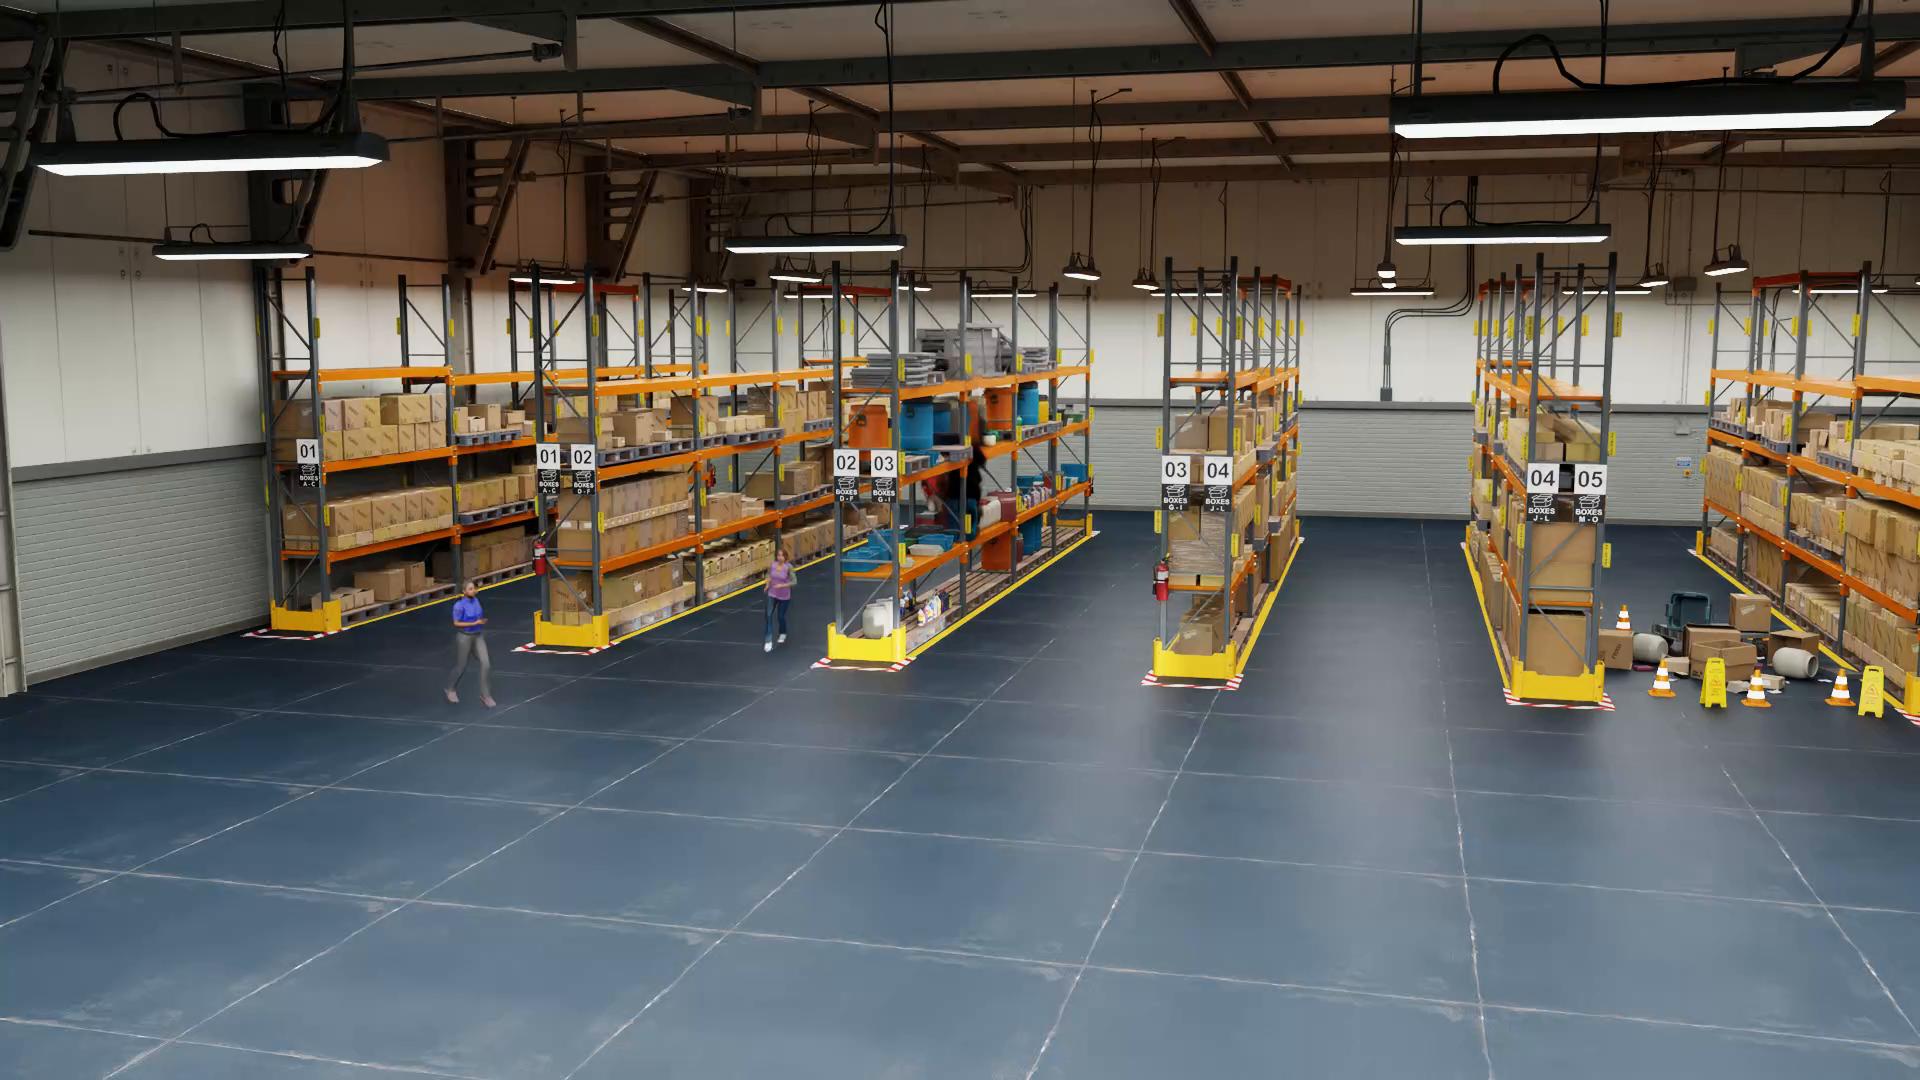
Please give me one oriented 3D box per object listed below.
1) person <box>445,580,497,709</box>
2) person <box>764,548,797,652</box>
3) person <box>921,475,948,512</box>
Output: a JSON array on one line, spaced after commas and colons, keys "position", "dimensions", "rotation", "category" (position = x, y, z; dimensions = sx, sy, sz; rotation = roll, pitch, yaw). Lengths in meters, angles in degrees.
[{"position": [-6.546, 1.378, 22.112], "dimensions": [0.805, 1.708, 0.603], "rotation": [4, 8, 31], "category": "person"}, {"position": [-2.812, 0.930, 26.155], "dimensions": [0.551, 1.640, 0.731], "rotation": [1, 7, 10], "category": "person"}, {"position": [-0.627, -0.949, 40.405], "dimensions": [0.673, 1.721, 0.810], "rotation": [1, 7, 5], "category": "person"}]
